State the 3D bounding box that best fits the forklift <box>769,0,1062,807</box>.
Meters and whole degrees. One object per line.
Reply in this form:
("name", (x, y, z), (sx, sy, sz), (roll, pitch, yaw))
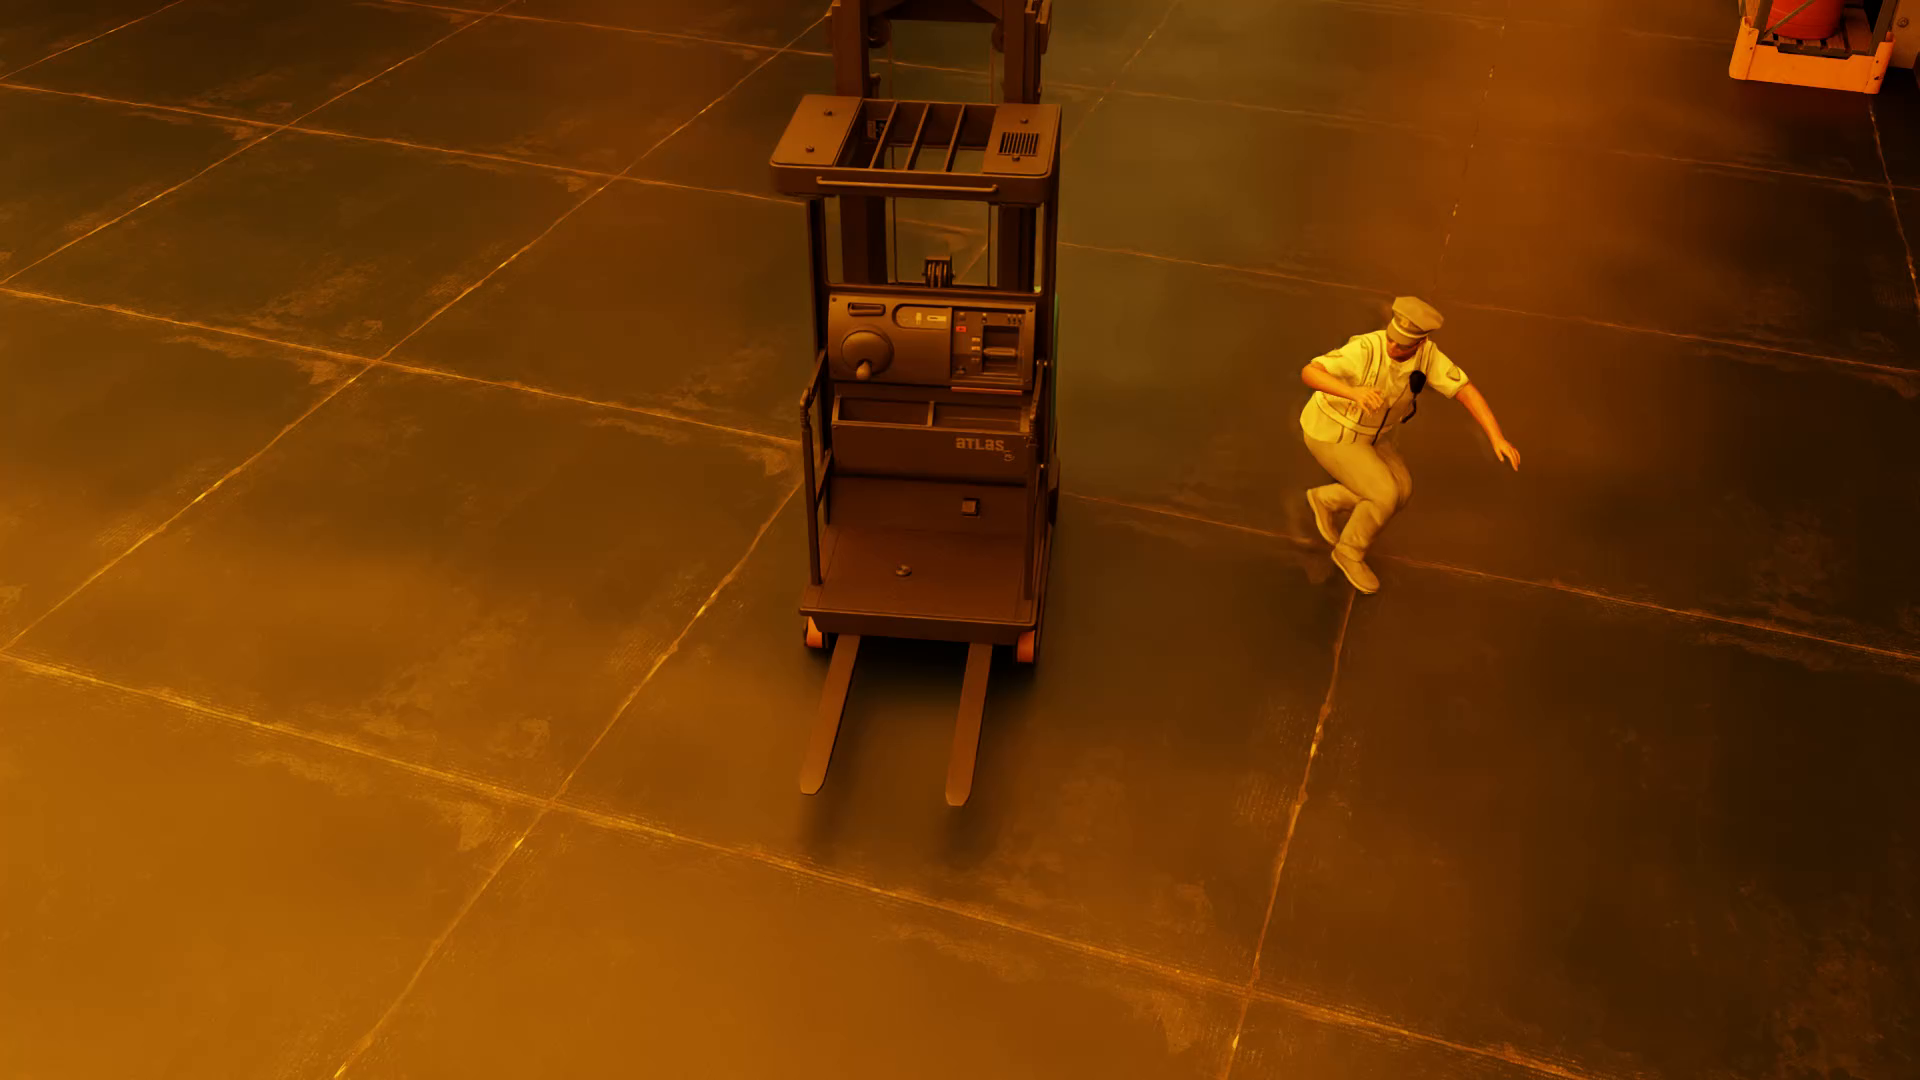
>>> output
("forklift", (-0.150, -0.826, 7.276), (1.130, 2.935, 3.031), (4, 36, 5))
